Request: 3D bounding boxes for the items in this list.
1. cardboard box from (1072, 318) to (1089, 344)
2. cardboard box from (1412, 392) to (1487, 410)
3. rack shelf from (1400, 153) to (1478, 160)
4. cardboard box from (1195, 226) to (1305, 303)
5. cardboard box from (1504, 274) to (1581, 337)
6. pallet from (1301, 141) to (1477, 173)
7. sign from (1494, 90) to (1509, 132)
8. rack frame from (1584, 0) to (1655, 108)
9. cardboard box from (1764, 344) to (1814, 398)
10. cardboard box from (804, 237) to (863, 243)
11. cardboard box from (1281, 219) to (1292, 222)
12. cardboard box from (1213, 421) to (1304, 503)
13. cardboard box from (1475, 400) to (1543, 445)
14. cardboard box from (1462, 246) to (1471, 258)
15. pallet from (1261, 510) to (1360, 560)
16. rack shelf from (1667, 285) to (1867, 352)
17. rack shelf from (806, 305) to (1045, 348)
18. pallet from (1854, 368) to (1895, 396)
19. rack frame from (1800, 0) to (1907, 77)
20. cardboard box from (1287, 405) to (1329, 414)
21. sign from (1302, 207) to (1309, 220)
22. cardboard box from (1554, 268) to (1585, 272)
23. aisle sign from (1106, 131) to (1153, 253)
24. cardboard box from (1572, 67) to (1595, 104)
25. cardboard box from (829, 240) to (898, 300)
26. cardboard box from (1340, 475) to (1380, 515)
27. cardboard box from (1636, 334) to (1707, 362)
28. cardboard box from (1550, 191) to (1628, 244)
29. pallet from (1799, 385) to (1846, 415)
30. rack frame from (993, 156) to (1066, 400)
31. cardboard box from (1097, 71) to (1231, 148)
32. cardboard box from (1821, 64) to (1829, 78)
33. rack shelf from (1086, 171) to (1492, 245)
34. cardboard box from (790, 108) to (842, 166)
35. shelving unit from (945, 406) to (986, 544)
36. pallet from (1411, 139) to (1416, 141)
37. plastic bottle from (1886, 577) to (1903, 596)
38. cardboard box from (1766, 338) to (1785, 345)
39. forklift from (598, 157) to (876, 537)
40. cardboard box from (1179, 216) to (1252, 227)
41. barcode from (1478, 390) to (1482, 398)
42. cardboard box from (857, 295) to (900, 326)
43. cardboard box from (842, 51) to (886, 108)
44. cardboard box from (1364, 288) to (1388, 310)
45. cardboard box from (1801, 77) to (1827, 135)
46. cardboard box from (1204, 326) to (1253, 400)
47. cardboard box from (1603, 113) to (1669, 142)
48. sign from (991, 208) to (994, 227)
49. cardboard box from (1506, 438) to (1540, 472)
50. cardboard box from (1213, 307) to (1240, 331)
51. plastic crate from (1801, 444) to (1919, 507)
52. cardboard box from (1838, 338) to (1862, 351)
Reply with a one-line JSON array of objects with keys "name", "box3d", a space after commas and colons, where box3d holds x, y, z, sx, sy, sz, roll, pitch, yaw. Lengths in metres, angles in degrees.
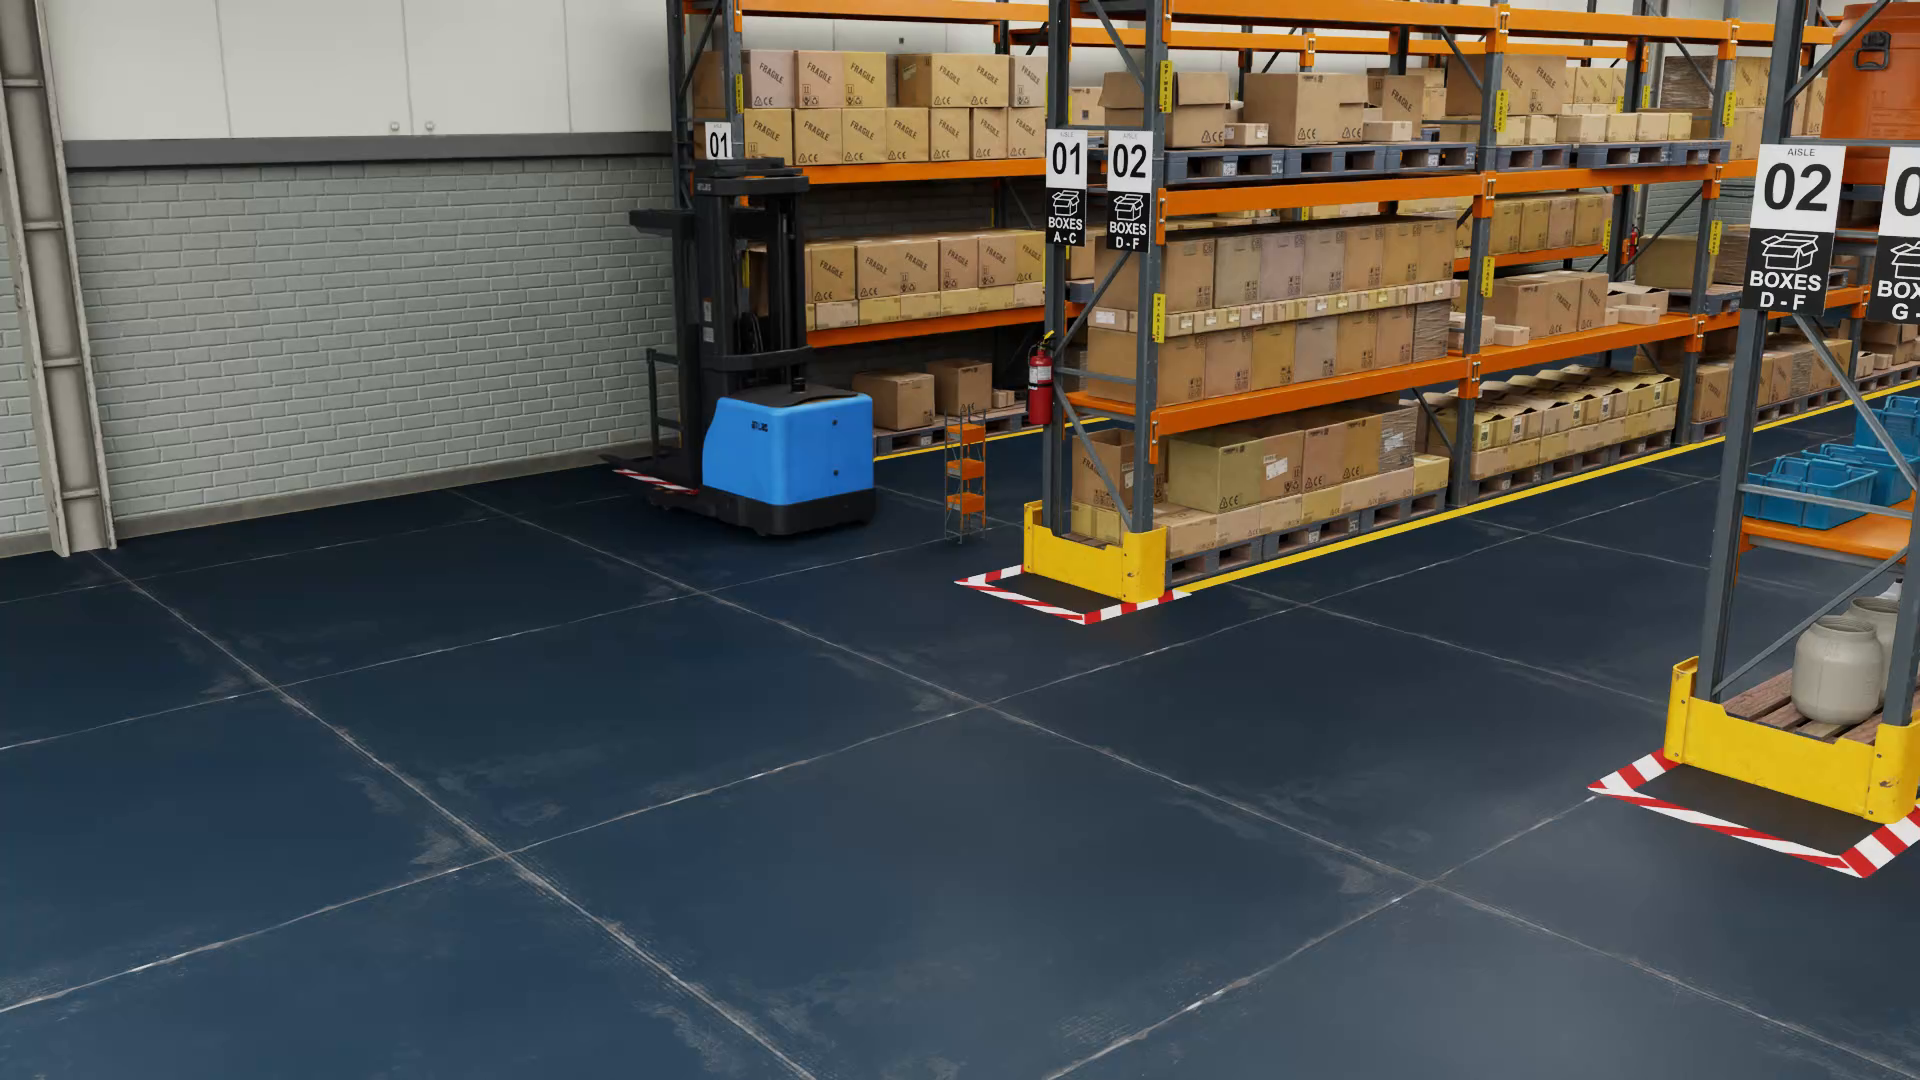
[{"name": "cardboard box", "box3d": [1.617, -2.359, 18.808, 0.500, 0.250, 0.500, -13, 20, -41]}, {"name": "cardboard box", "box3d": [4.503, -1.184, 15.299, 0.500, 0.311, 0.500, -12, 19, -38]}, {"name": "rack shelf", "box3d": [5.269, -4.907, 21.389, 4.000, 0.370, 1.077, -13, 19, -39]}, {"name": "cardboard box", "box3d": [2.153, -2.084, 12.531, 0.500, 0.500, 0.700, -13, 19, -39]}, {"name": "cardboard box", "box3d": [5.362, -2.174, 15.384, 0.500, 0.500, 0.500, -13, 19, -39]}, {"name": "pallet", "box3d": [3.371, -3.082, 13.335, 1.213, 0.211, 1.003, -13, 19, -39]}, {"name": "sign", "box3d": [4.363, -3.454, 13.402, 0.005, 0.325, 0.100, -13, 19, -39]}, {"name": "rack frame", "box3d": [9.795, -7.720, 24.714, 0.127, 3.000, 1.000, -13, 19, -39]}, {"name": "cardboard box", "box3d": [9.091, -1.879, 18.462, 0.500, 0.500, 0.500, -12, 19, -39]}, {"name": "cardboard box", "box3d": [-1.285, -2.704, 16.358, 0.500, 0.500, 0.500, -13, 20, -41]}, {"name": "cardboard box", "box3d": [4.295, -3.701, 20.482, 0.500, 0.500, 0.500, -12, 19, -38]}, {"name": "cardboard box", "box3d": [2.275, -0.604, 12.760, 0.500, 0.500, 0.500, -13, 19, -39]}, {"name": "cardboard box", "box3d": [4.854, -1.076, 14.892, 0.500, 0.311, 0.500, -13, 20, -40]}, {"name": "cardboard box", "box3d": [6.708, -3.920, 22.561, 0.250, 0.149, 0.380, -12, 19, -39]}, {"name": "pallet", "box3d": [2.449, -0.144, 13.378, 1.213, 0.211, 1.003, -13, 19, -39]}, {"name": "rack shelf", "box3d": [8.523, -2.494, 18.168, 4.000, 0.370, 1.077, -13, 19, -39]}, {"name": "rack shelf", "box3d": [-0.766, -2.102, 16.702, 4.000, 0.370, 1.077, -13, 19, -39]}, {"name": "pallet", "box3d": [10.551, -1.949, 20.138, 1.213, 0.211, 1.003, -13, 19, -39]}, {"name": "rack frame", "box3d": [10.032, -6.079, 18.569, 0.127, 3.000, 1.000, -13, 19, -39]}, {"name": "cardboard box", "box3d": [2.688, -0.875, 13.774, 0.500, 0.500, 0.500, -13, 19, -39]}, {"name": "sign", "box3d": [4.123, -3.883, 19.886, 0.005, 0.325, 0.100, -13, 19, -39]}, {"name": "cardboard box", "box3d": [9.296, -4.052, 25.381, 0.250, 0.149, 0.380, -12, 19, -39]}, {"name": "aisle sign", "box3d": [1.131, -2.333, 11.133, 0.004, 0.787, 0.394, -13, 19, -39]}, {"name": "cardboard box", "box3d": [8.649, -6.462, 23.647, 0.500, 0.500, 0.500, -14, 20, -42]}, {"name": "cardboard box", "box3d": [-0.944, -2.601, 15.974, 0.500, 0.500, 0.500, -13, 20, -41]}, {"name": "cardboard box", "box3d": [3.040, -0.408, 13.479, 0.500, 0.250, 0.500, -13, 19, -39]}, {"name": "cardboard box", "box3d": [7.606, -2.084, 17.779, 0.500, 0.250, 0.500, -12, 19, -37]}, {"name": "cardboard box", "box3d": [9.417, -4.878, 25.119, 0.700, 0.700, 0.980, -12, 19, -37]}, {"name": "pallet", "box3d": [9.443, -1.688, 19.160, 1.213, 0.211, 1.003, -13, 19, -39]}, {"name": "rack frame", "box3d": [0.743, -2.789, 17.878, 0.127, 3.000, 1.000, -13, 19, -39]}, {"name": "cardboard box", "box3d": [1.416, -3.014, 11.622, 0.637, 0.503, 0.797, -11, 18, -36]}, {"name": "cardboard box", "box3d": [10.374, -5.251, 19.151, 0.500, 0.500, 0.700, -13, 19, -39]}, {"name": "rack shelf", "box3d": [2.488, -2.588, 12.707, 4.000, 0.370, 1.077, -13, 19, -39]}, {"name": "cardboard box", "box3d": [-1.430, -3.710, 15.283, 0.500, 0.500, 0.500, -11, 19, -36]}, {"name": "shelving unit", "box3d": [0.040, -0.516, 13.148, 0.252, 1.050, 0.215, -13, 20, -39]}, {"name": "pallet", "box3d": [5.053, -5.134, 21.210, 1.213, 0.211, 1.003, -12, 19, -37]}, {"name": "plastic bottle", "box3d": [5.761, 0.399, 10.226, 0.185, 0.351, 0.144, -12, 19, -37]}, {"name": "cardboard box", "box3d": [9.112, -2.058, 19.134, 0.500, 0.500, 0.500, -12, 19, -39]}, {"name": "forklift", "box3d": [-2.061, -1.750, 14.123, 1.130, 2.935, 3.031, -13, 20, -41]}, {"name": "cardboard box", "box3d": [3.008, -3.546, 19.666, 0.700, 0.500, 0.500, 14, 20, 42]}, {"name": "barcode", "box3d": [4.463, -1.256, 14.270, 0.075, 0.075, 0.001, -13, 19, -39]}, {"name": "cardboard box", "box3d": [-0.928, -2.245, 16.094, 0.500, 0.250, 0.500, -13, 20, -40]}, {"name": "cardboard box", "box3d": [-1.034, -4.283, 15.491, 0.500, 0.500, 0.500, -12, 19, -38]}, {"name": "cardboard box", "box3d": [3.164, -1.927, 13.201, 0.250, 0.149, 0.380, -13, 20, -40]}, {"name": "cardboard box", "box3d": [9.115, -4.740, 18.170, 0.600, 0.600, 0.600, -13, 20, -40]}, {"name": "cardboard box", "box3d": [1.733, -1.362, 12.344, 0.500, 0.500, 0.700, -12, 19, -38]}, {"name": "cardboard box", "box3d": [6.326, -3.902, 15.710, 0.500, 0.250, 0.500, -12, 19, -38]}, {"name": "sign", "box3d": [0.376, -3.456, 18.131, 0.005, 0.325, 0.100, -13, 19, -39]}, {"name": "cardboard box", "box3d": [4.851, -0.806, 14.969, 0.500, 0.250, 0.500, -12, 19, -38]}, {"name": "cardboard box", "box3d": [1.804, -1.621, 12.055, 0.250, 0.149, 0.380, -13, 19, -39]}, {"name": "plastic crate", "box3d": [4.903, -0.363, 9.083, 0.408, 0.251, 0.499, -13, 19, -39]}, {"name": "cardboard box", "box3d": [10.842, -2.373, 20.678, 0.500, 0.311, 0.500, -13, 19, -39]}]
